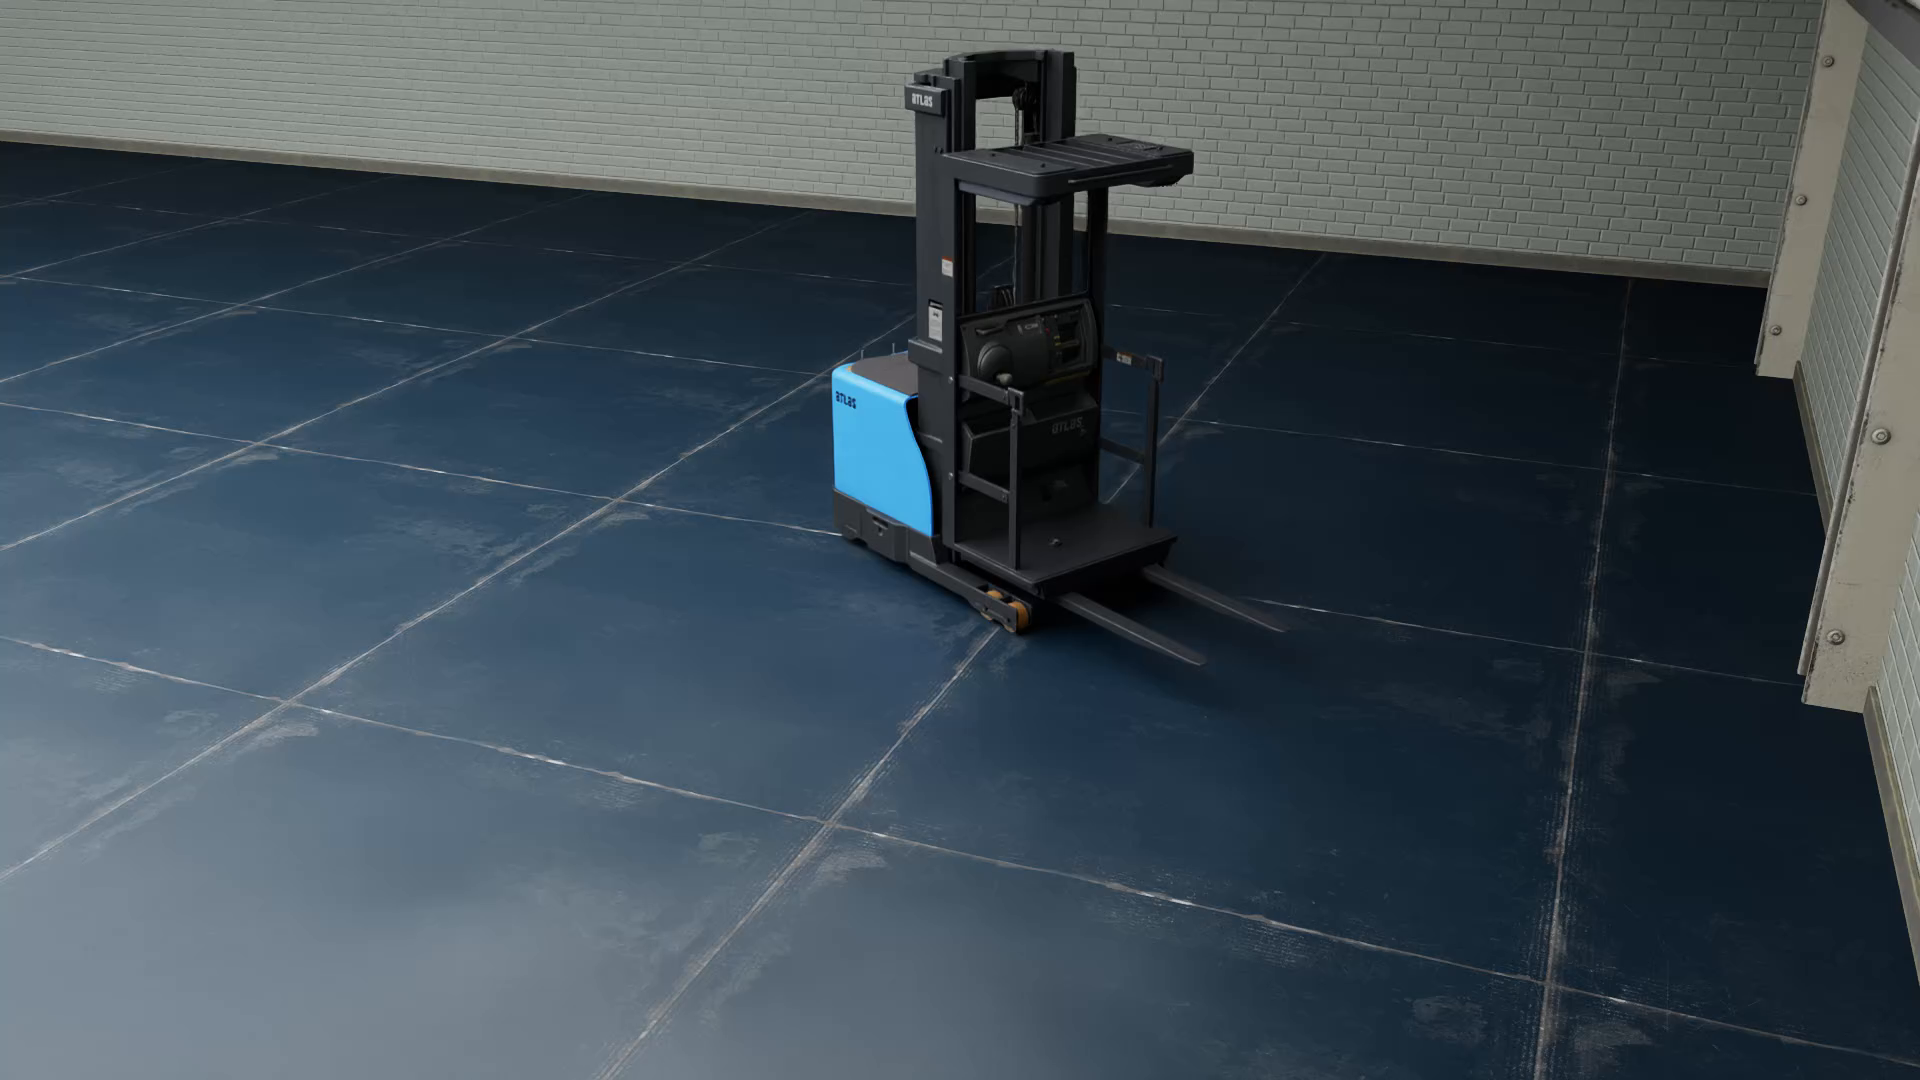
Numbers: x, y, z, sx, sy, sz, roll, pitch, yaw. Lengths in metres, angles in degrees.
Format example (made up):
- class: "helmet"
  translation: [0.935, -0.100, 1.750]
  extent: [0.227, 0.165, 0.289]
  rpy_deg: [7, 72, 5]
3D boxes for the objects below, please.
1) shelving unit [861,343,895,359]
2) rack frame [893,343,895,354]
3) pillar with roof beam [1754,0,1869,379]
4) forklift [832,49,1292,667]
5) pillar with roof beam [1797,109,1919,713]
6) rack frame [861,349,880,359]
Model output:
- class: "shelving unit"
  translation: [-0.455, -0.704, 10.574]
  extent: [0.252, 1.050, 0.215]
  rpy_deg: [-17, 28, -35]
- class: "rack frame"
  translation: [-0.360, -0.734, 10.645]
  extent: [0.008, 1.050, 0.200]
  rpy_deg: [-17, 28, -35]
- class: "pillar with roof beam"
  translation: [2.652, -6.150, 13.298]
  extent: [9.100, 9.000, 0.400]
  rpy_deg: [9, 24, 20]
- class: "forklift"
  translation: [0.518, -1.066, 8.999]
  extent: [1.130, 2.935, 3.031]
  rpy_deg: [-17, 28, -35]
- class: "pillar with roof beam"
  translation: [0.423, -4.003, 8.157]
  extent: [9.100, 9.000, 0.400]
  rpy_deg: [9, 24, 20]
- class: "rack frame"
  translation: [-0.550, -0.675, 10.504]
  extent: [0.008, 1.050, 0.200]
  rpy_deg: [-17, 28, -35]
